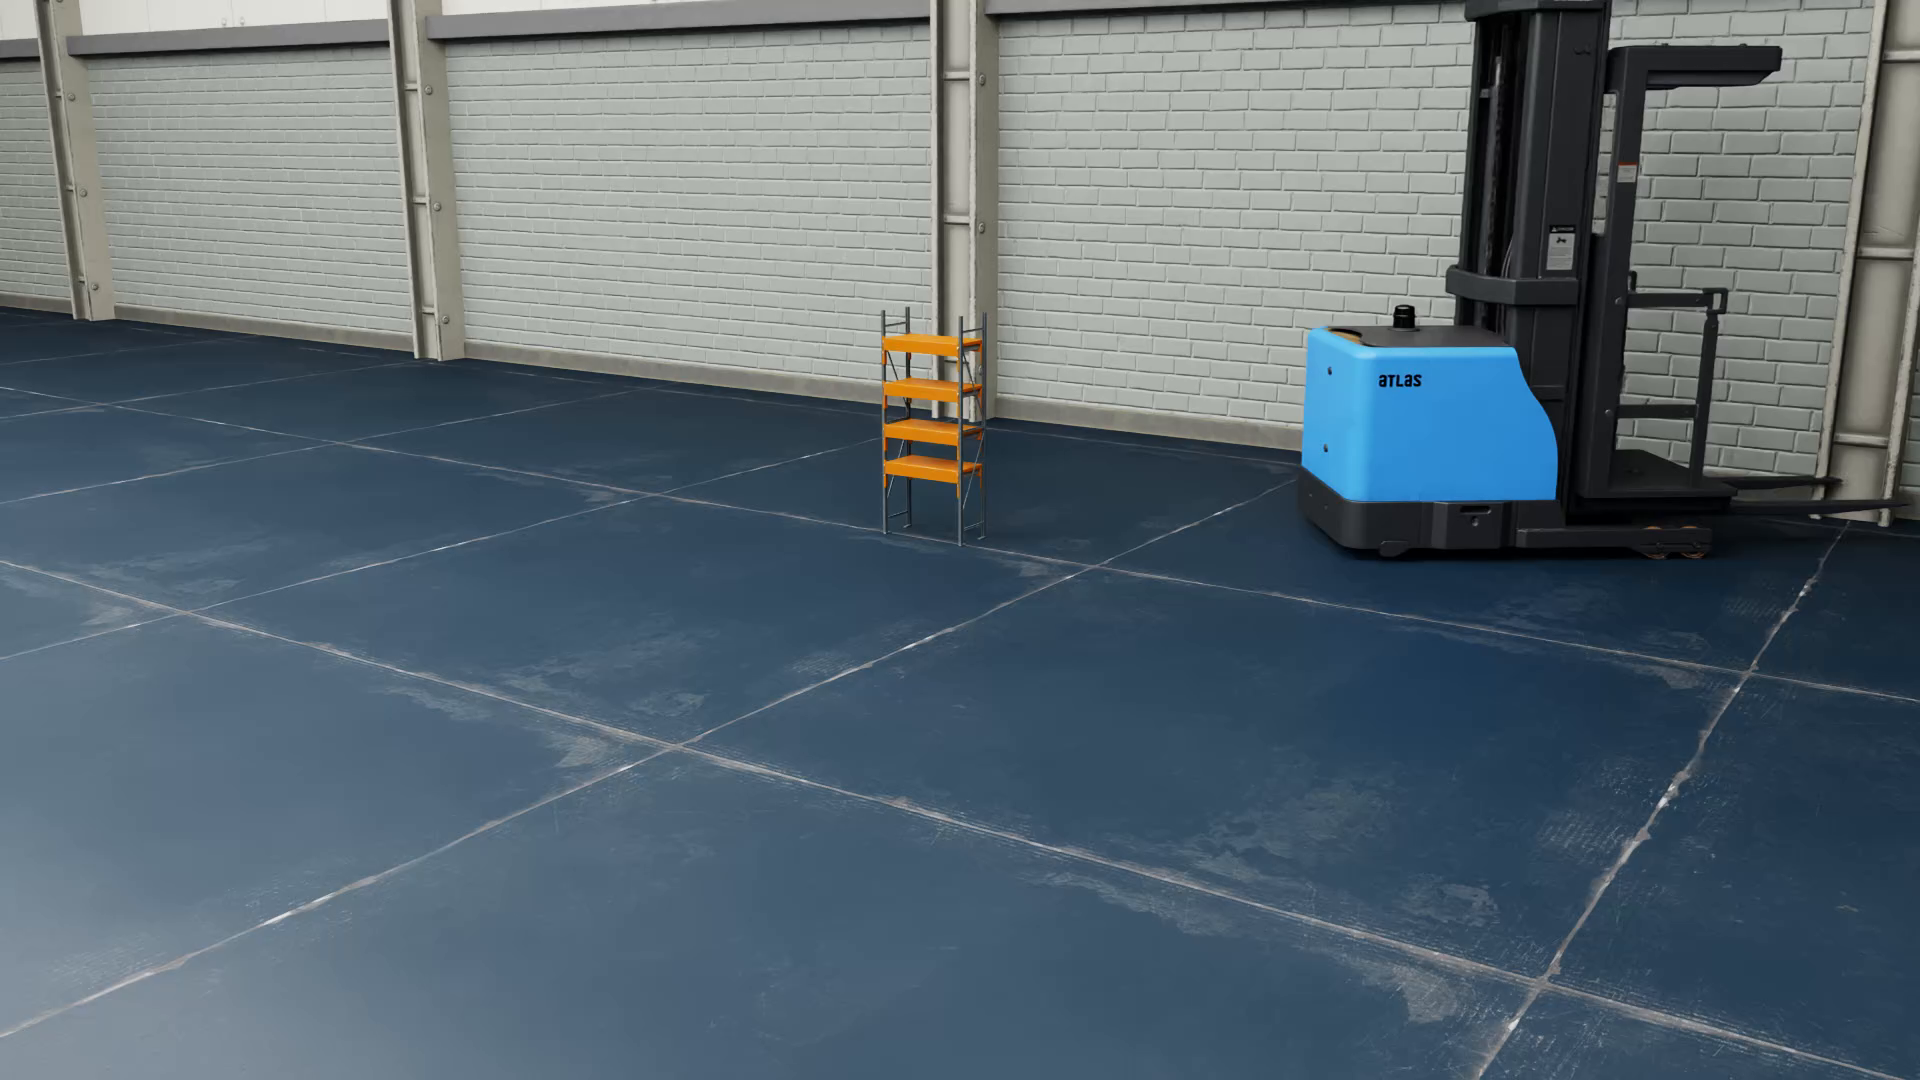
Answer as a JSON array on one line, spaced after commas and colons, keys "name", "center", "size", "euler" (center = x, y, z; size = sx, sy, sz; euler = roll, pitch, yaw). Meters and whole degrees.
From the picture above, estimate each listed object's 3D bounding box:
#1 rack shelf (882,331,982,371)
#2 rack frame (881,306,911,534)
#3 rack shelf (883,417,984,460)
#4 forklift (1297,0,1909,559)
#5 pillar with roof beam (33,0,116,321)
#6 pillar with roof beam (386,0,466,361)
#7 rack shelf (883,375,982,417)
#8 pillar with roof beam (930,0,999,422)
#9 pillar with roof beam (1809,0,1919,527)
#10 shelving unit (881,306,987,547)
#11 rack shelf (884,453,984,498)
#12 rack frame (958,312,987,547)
[{"name": "rack shelf", "center": [-0.137, -0.986, 8.674], "size": [0.480, 0.148, 0.258], "euler": [9, 17, 33]}, {"name": "rack frame", "center": [-0.340, -0.637, 8.901], "size": [0.015, 1.200, 0.240], "euler": [9, 17, 33]}, {"name": "rack shelf", "center": [-0.137, -0.539, 8.785], "size": [0.480, 0.148, 0.258], "euler": [9, 17, 33]}, {"name": "forklift", "center": [3.412, -1.452, 8.589], "size": [3.031, 2.935, 1.130], "euler": [-1, 14, -3]}, {"name": "pillar with roof beam", "center": [-12.326, -6.052, 14.543], "size": [0.400, 9.000, 9.100], "euler": [9, 17, 33]}, {"name": "pillar with roof beam", "center": [-7.348, -5.247, 11.293], "size": [0.400, 9.000, 9.100], "euler": [9, 17, 33]}, {"name": "rack shelf", "center": [-0.137, -0.756, 8.731], "size": [0.480, 0.148, 0.258], "euler": [9, 17, 33]}, {"name": "pillar with roof beam", "center": [-2.369, -4.443, 8.042], "size": [0.400, 9.000, 9.100], "euler": [9, 17, 33]}, {"name": "pillar with roof beam", "center": [2.609, -3.638, 4.792], "size": [0.400, 9.000, 9.100], "euler": [9, 17, 33]}, {"name": "shelving unit", "center": [-0.137, -0.605, 8.769], "size": [0.503, 1.200, 0.258], "euler": [9, 17, 33]}, {"name": "rack shelf", "center": [-0.137, -0.347, 8.833], "size": [0.480, 0.148, 0.258], "euler": [9, 17, 33]}, {"name": "rack frame", "center": [0.065, -0.572, 8.636], "size": [0.015, 1.200, 0.240], "euler": [9, 17, 33]}]
